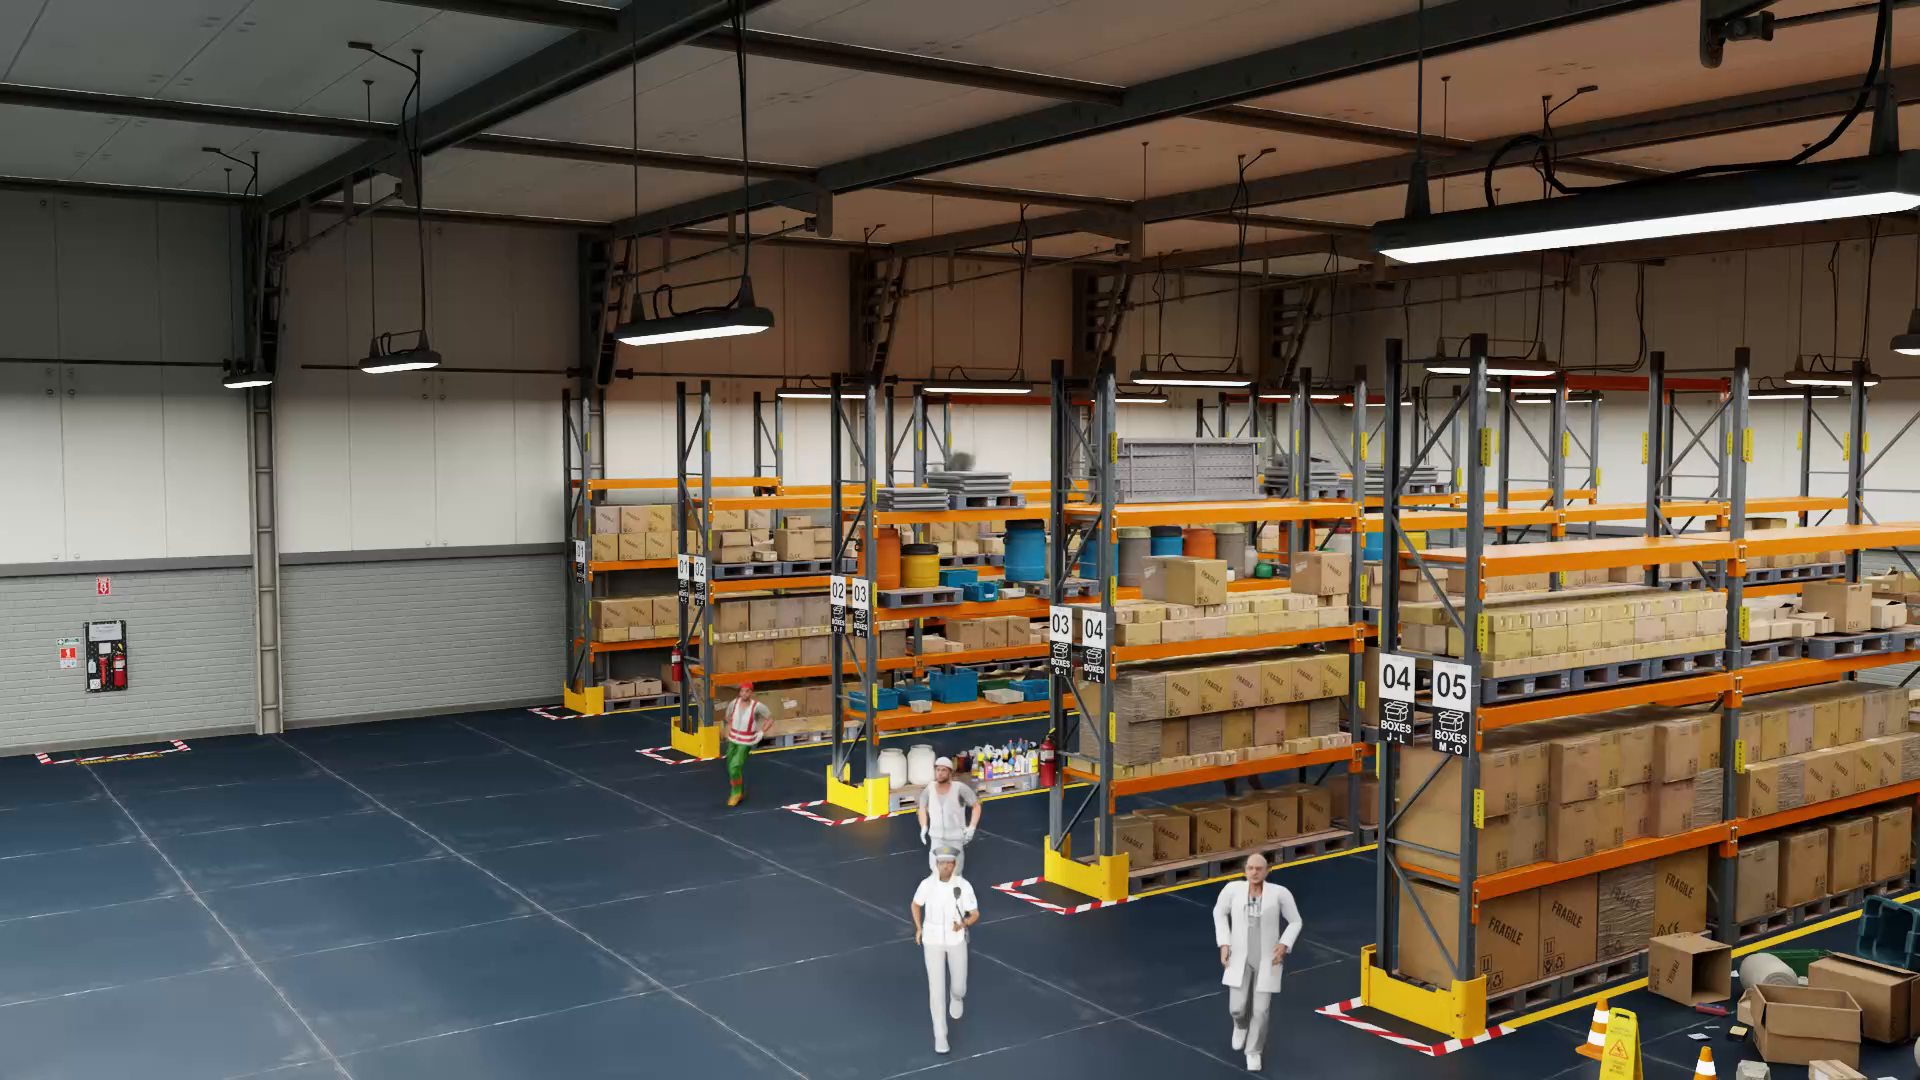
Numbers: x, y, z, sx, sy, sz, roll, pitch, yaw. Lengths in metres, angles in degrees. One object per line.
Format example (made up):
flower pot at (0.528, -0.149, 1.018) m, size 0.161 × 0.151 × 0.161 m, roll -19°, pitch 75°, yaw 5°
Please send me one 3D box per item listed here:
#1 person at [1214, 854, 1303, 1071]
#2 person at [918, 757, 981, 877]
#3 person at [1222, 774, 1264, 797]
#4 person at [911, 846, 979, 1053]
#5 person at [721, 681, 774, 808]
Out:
person at (2.424, 3.424, 13.588) m, size 0.728 × 1.747 × 0.634 m, roll 1°, pitch 4°, yaw 14°
person at (-0.117, 3.161, 17.672) m, size 0.673 × 1.762 × 0.683 m, roll 1°, pitch 4°, yaw 14°
person at (3.820, 2.875, 22.370) m, size 0.752 × 1.777 × 0.624 m, roll -3°, pitch 5°, yaw -41°
person at (-0.129, 3.416, 14.155) m, size 0.588 × 1.669 × 0.815 m, roll 0°, pitch 4°, yaw 0°
person at (-2.996, 2.820, 22.986) m, size 0.661 × 1.773 × 0.678 m, roll 2°, pitch 4°, yaw 28°
